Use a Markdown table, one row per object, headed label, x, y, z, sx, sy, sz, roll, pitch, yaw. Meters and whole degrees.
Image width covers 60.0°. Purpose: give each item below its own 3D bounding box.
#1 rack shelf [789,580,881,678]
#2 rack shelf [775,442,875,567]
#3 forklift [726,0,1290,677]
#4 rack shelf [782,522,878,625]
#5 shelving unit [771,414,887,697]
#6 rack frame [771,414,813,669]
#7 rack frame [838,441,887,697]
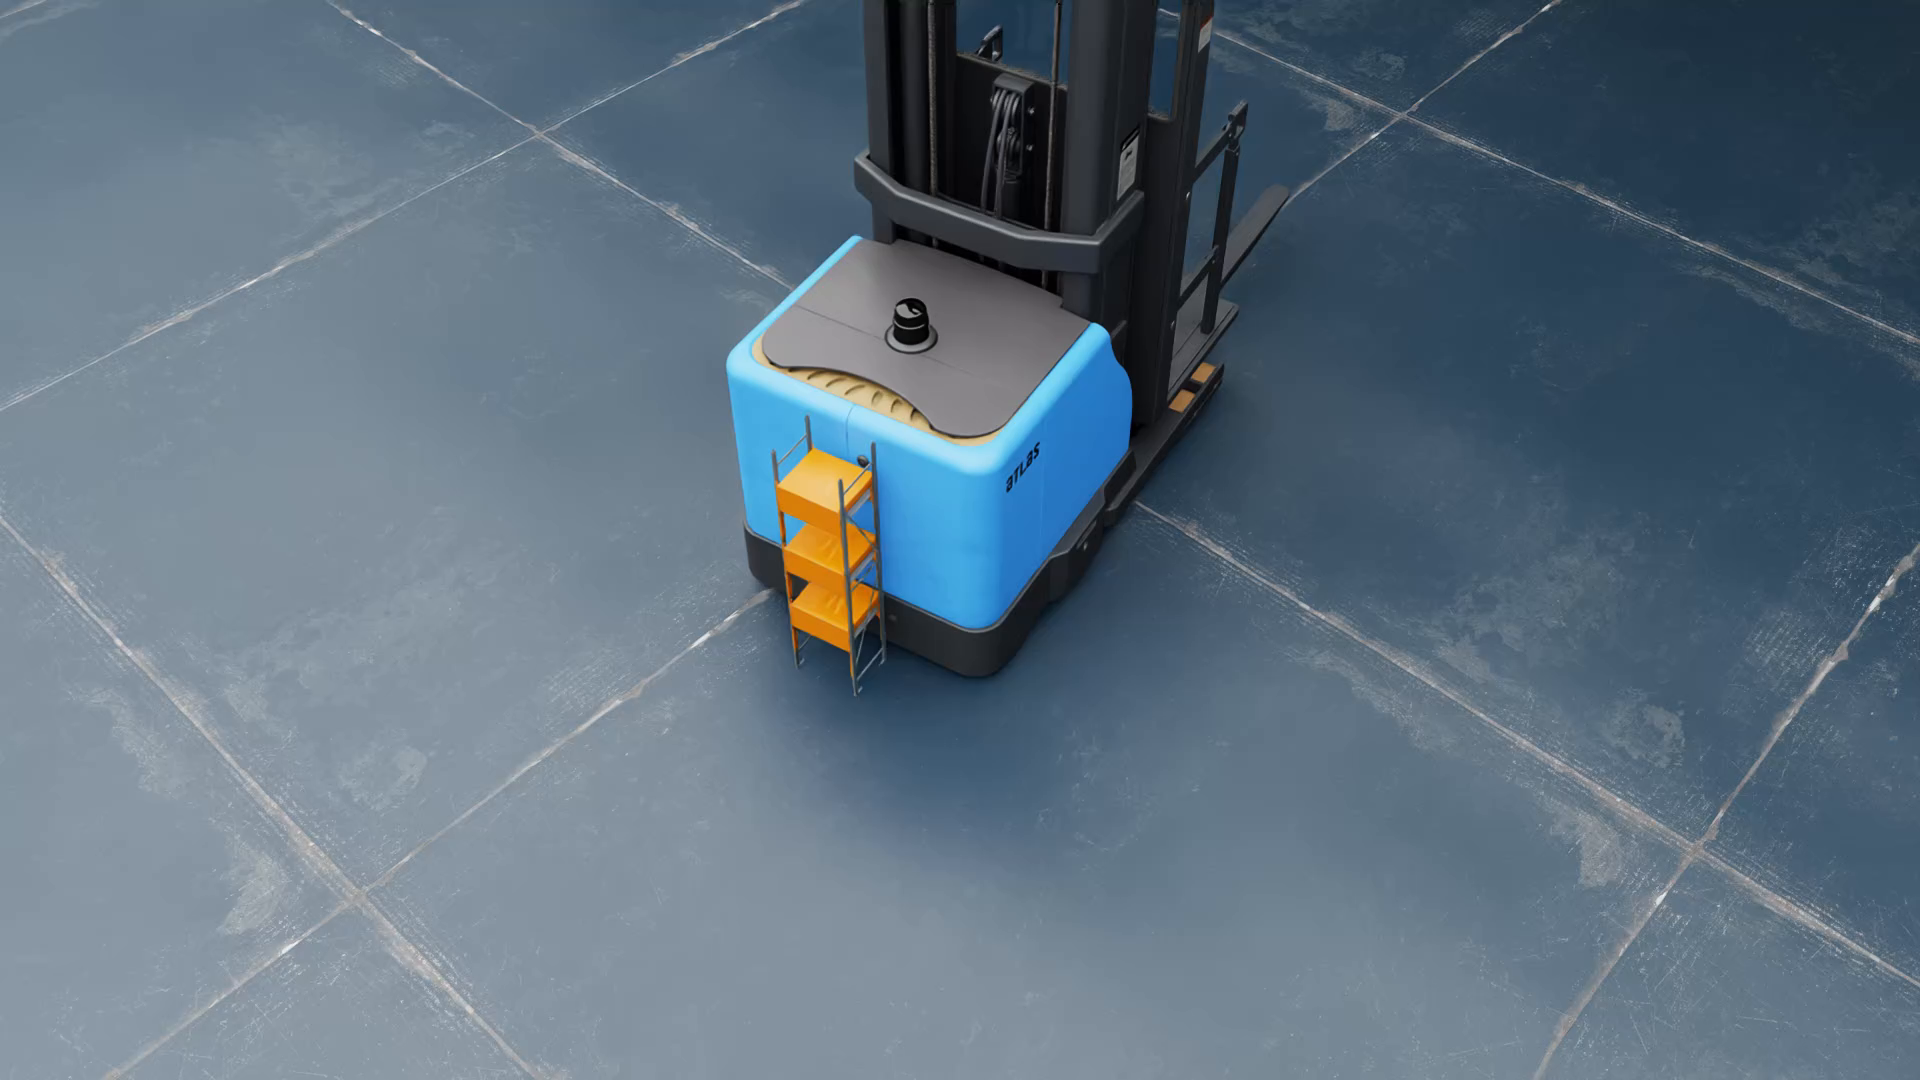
| label | x | y | z | sx | sy | sz | roll | pitch | yaw |
| --- | --- | --- | --- | --- | --- | --- | --- | --- | --- |
| rack shelf | -0.417 | 0.272 | 5.670 | 0.240 | 0.259 | 0.215 | 23 | 51 | 20 |
| rack shelf | -0.417 | -0.112 | 5.260 | 0.240 | 0.259 | 0.215 | 23 | 51 | 20 |
| forklift | 0.413 | -1.599 | 5.741 | 1.130 | 2.935 | 3.031 | 23 | 51 | 20 |
| rack shelf | -0.417 | 0.082 | 5.467 | 0.240 | 0.259 | 0.215 | 23 | 51 | 20 |
| shelving unit | -0.417 | 0.075 | 5.459 | 0.252 | 1.050 | 0.215 | 23 | 51 | 20 |
| rack frame | -0.522 | 0.030 | 5.502 | 0.008 | 1.050 | 0.200 | 23 | 51 | 20 |
| rack frame | -0.312 | 0.120 | 5.417 | 0.008 | 1.050 | 0.200 | 23 | 51 | 20 |
